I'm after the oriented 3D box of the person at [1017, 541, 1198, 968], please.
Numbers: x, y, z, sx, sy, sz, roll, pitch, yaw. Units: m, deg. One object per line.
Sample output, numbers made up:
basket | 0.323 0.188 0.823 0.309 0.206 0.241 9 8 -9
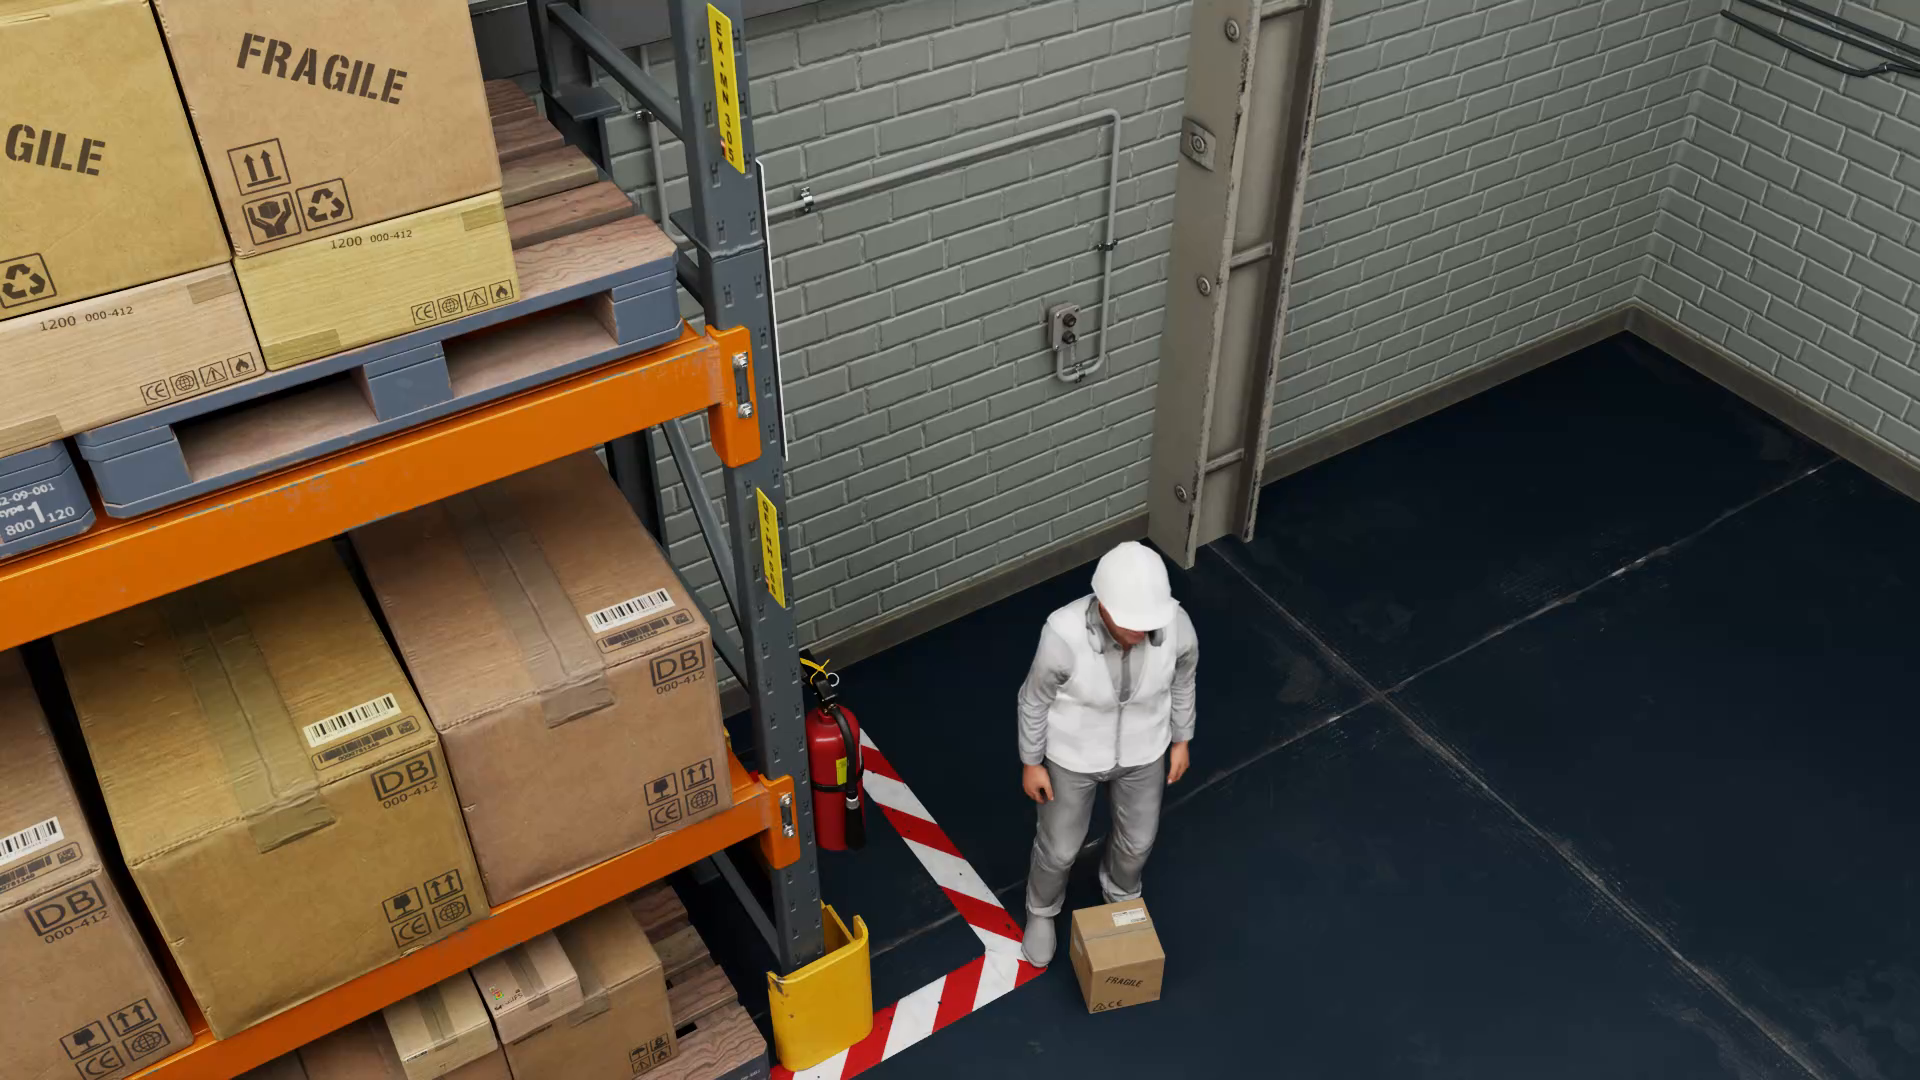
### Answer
person | 0.470 0.673 5.349 0.580 1.771 0.463 -8 41 -9
